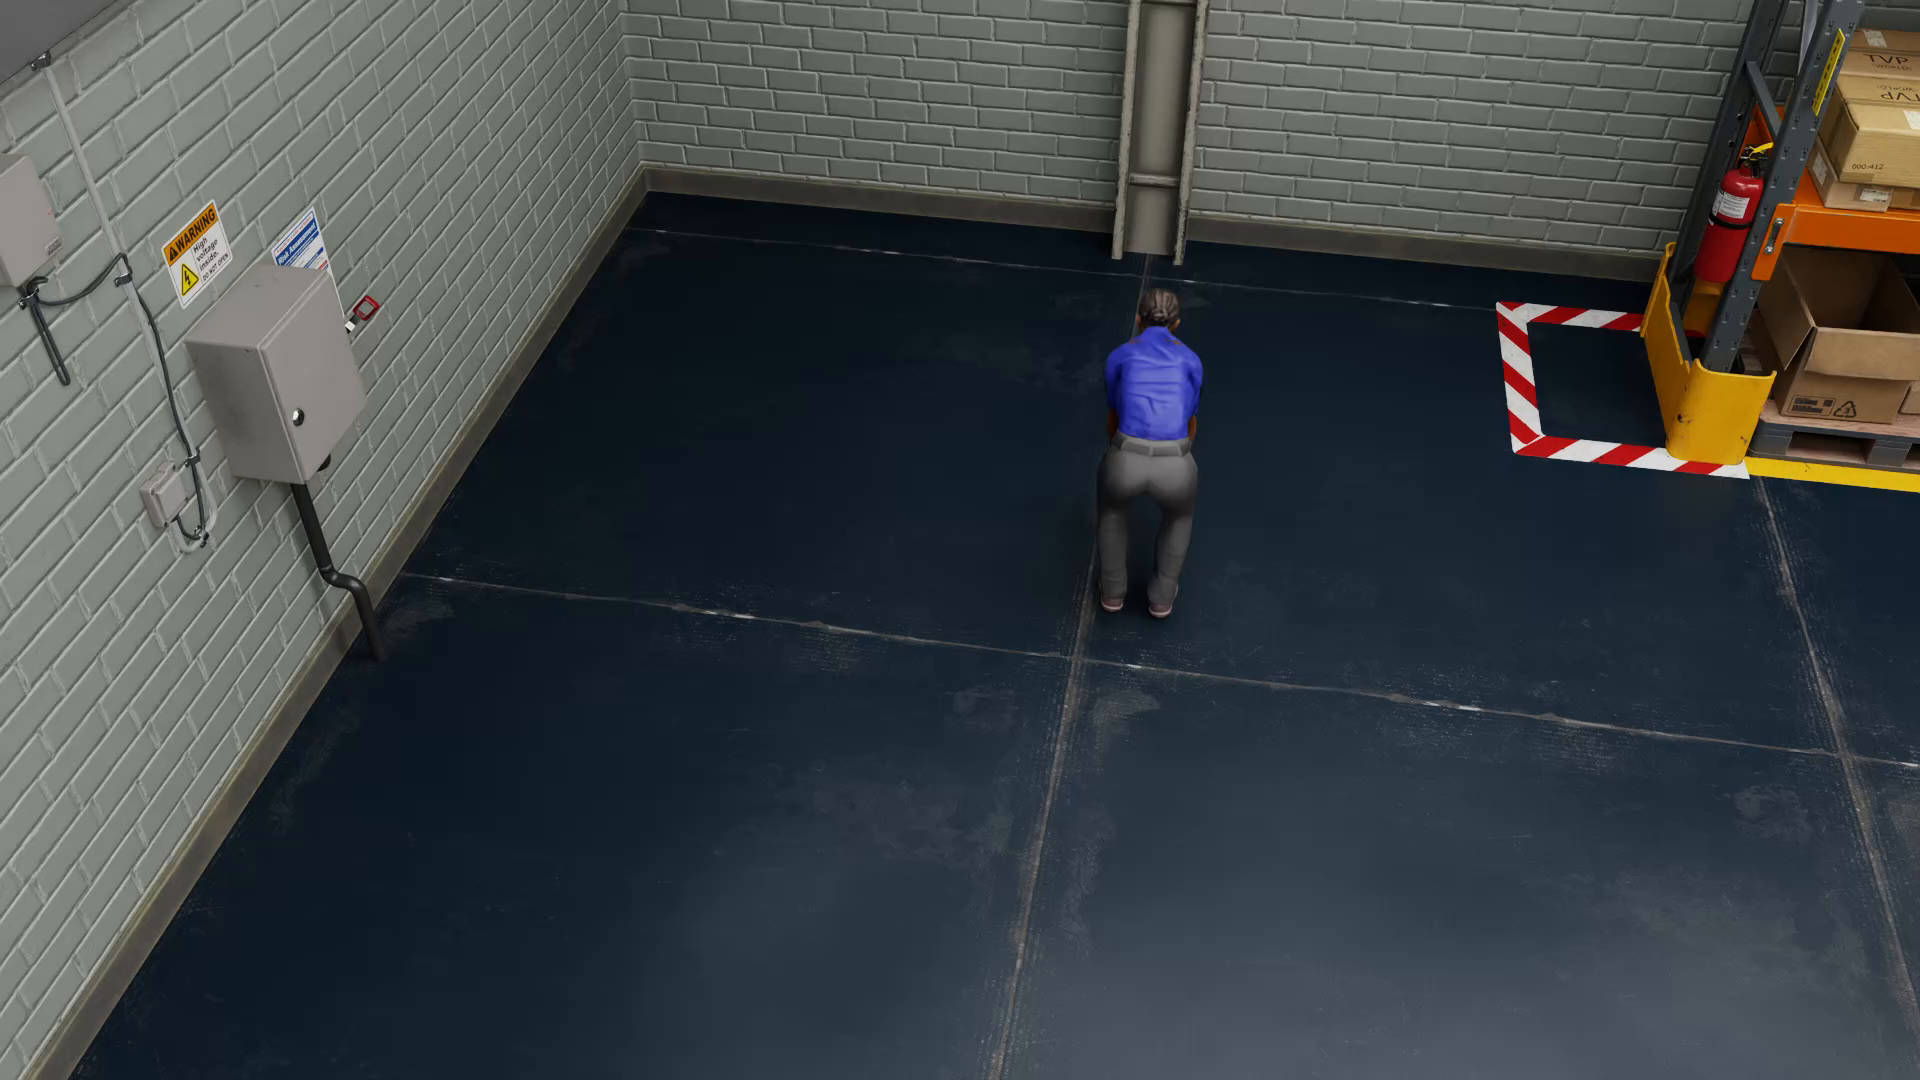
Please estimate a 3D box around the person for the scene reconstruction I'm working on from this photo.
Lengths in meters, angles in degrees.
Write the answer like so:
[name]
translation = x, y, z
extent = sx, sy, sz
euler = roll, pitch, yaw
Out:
[person]
translation = 0.773, -0.317, 6.844
extent = 0.418, 1.253, 0.813
euler = 5, 41, 6
